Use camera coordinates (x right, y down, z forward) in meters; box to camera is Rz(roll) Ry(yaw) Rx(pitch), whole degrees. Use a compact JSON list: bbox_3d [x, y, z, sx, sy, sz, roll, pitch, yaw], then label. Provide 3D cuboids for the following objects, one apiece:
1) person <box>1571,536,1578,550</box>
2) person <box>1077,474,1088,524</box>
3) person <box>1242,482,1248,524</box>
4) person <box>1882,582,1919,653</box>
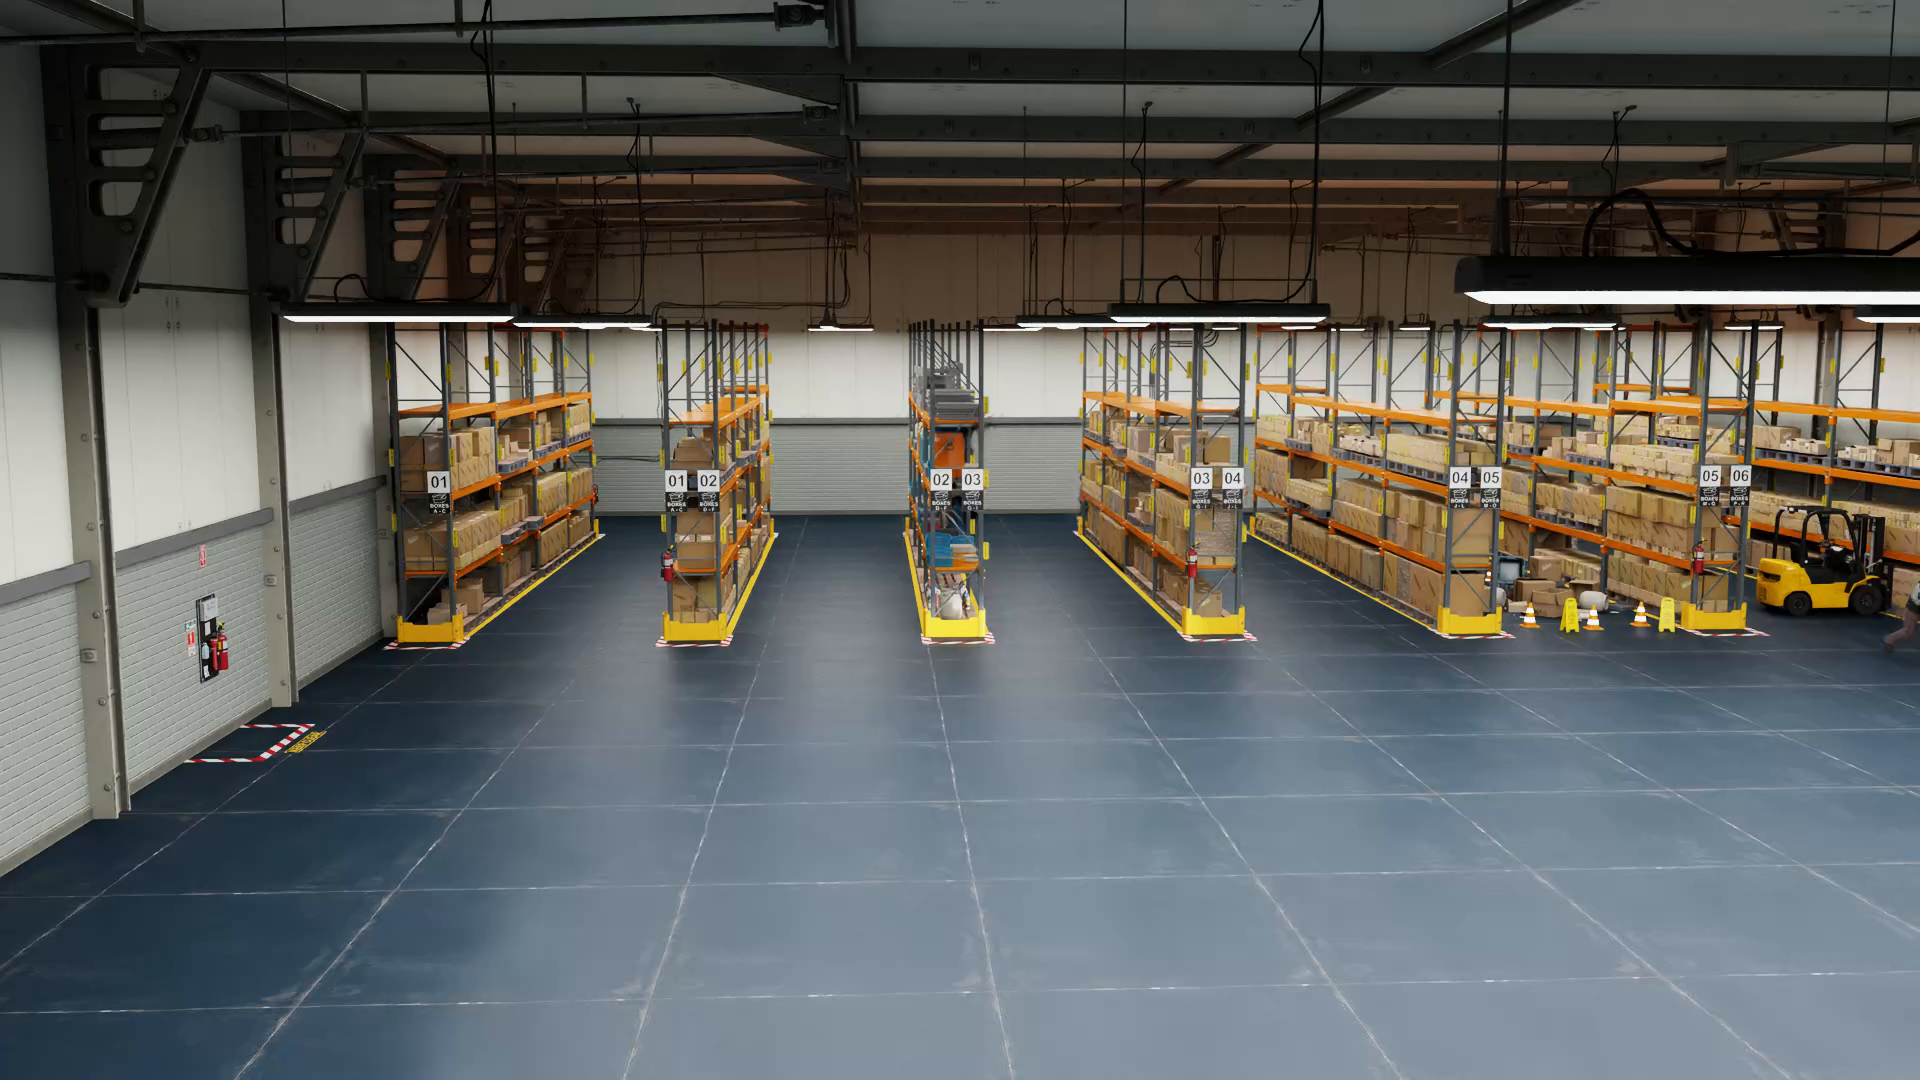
[{"bbox_3d":[15.819,-0.426,43.002,0.654,1.678,0.586,-1,7,-11],"label":"person"},{"bbox_3d":[3.764,-1.213,49.811,0.546,1.559,0.523,4,8,29],"label":"person"},{"bbox_3d":[7.989,-1.165,48.652,0.902,1.760,0.717,-2,7,-15],"label":"person"},{"bbox_3d":[16.807,1.315,29.313,0.696,1.678,1.008,-4,8,-32],"label":"person"}]
